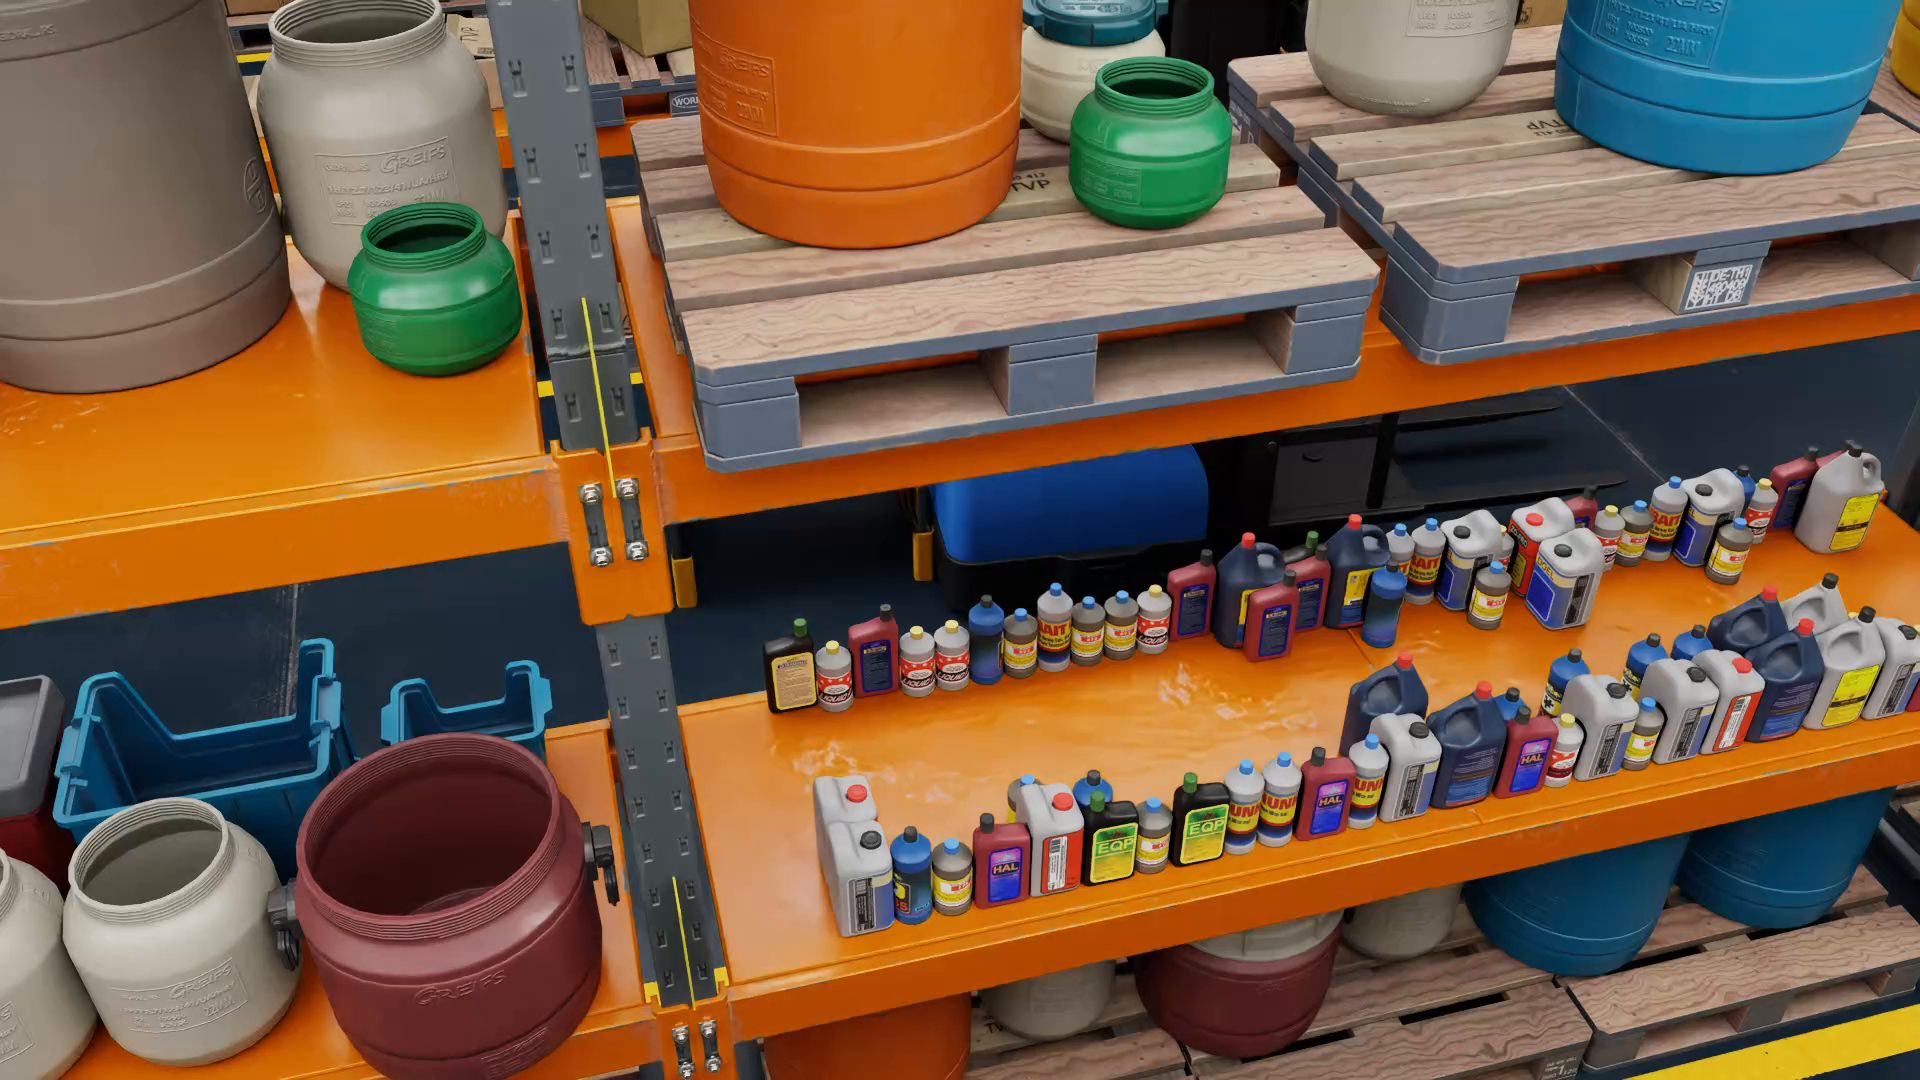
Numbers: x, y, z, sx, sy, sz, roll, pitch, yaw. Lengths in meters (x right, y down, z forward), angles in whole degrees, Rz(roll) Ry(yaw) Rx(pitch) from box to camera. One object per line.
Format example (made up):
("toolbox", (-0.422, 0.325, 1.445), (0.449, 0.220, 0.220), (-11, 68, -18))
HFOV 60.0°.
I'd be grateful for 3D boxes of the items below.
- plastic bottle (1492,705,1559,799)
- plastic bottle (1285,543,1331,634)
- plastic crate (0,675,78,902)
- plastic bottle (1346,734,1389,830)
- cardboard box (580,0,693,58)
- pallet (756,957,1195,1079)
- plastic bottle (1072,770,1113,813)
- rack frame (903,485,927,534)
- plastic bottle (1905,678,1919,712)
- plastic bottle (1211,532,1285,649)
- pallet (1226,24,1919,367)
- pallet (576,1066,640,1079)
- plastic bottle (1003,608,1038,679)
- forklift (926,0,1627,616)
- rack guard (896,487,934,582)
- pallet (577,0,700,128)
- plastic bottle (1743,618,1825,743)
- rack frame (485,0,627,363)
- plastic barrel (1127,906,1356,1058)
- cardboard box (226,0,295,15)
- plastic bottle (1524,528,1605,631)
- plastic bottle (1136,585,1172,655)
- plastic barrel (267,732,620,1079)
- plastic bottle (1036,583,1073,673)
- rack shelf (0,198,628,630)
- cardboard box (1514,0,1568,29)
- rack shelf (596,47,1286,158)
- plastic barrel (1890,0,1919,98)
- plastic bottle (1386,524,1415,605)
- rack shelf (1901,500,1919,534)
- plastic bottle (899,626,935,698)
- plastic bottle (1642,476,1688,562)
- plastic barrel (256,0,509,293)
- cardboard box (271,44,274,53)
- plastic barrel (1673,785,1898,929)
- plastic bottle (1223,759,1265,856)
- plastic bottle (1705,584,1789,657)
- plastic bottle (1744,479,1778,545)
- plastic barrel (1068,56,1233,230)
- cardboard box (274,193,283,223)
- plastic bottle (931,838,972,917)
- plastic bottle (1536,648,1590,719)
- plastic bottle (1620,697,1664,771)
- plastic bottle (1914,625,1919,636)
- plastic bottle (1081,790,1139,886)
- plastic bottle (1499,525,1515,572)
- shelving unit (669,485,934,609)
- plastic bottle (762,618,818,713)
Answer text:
("plastic bottle", (1.426, 0.526, 4.190), (0.133, 0.283, 0.061), (-9, 38, -12))
("plastic bottle", (0.971, 0.138, 4.697), (0.133, 0.283, 0.061), (-9, 38, -12))
("plastic crate", (-2.374, 0.653, 3.875), (0.583, 0.464, 0.402), (-9, 38, -12))
("plastic bottle", (1.002, 0.588, 4.118), (0.097, 0.271, 0.097), (0, 37, 0))
("cardboard box", (-1.444, -2.677, 7.853), (0.500, 0.500, 0.700), (-23, 43, -27))
("pallet", (0.016, 1.560, 5.037), (1.213, 0.211, 1.003), (-9, 38, -12))
("plastic bottle", (0.317, 0.662, 4.021), (0.097, 0.271, 0.097), (0, 37, 0))
("rack frame", (-0.196, -0.597, 6.796), (0.032, 1.500, 0.500), (-6, 38, -8))
("plastic bottle", (2.620, 0.330, 4.446), (0.133, 0.283, 0.061), (-9, 38, -12))
("plastic bottle", (0.813, 0.125, 4.658), (0.185, 0.351, 0.144), (-9, 38, -12))
("pallet", (1.302, -0.786, 3.495), (1.213, 0.211, 1.003), (-9, 38, -12))
("pallet", (-1.492, 1.809, 4.711), (1.213, 0.211, 1.003), (-9, 38, -12))
("plastic bottle", (0.166, 0.276, 4.584), (0.097, 0.201, 0.097), (0, 37, 0))
("forklift", (1.352, -1.282, 6.514), (3.031, 2.935, 1.130), (-6, 38, -8))
("rack guard", (-0.198, -0.100, 7.175), (0.087, 0.250, 0.587), (-6, 38, -8))
("pallet", (-1.386, -2.377, 8.046), (1.003, 0.211, 1.213), (-9, 38, -12))
("plastic bottle", (2.147, 0.354, 4.359), (0.185, 0.351, 0.144), (-9, 38, -12))
("rack frame", (-0.734, -1.781, 2.172), (0.127, 3.000, 1.000), (-9, 38, -12))
("plastic barrel", (0.824, 1.126, 4.948), (0.708, 0.588, 0.600), (-9, 38, -12))
("cardboard box", (-4.999, -4.138, 11.886), (0.500, 0.500, 0.700), (-10, 38, -12))
("plastic bottle", (1.727, 0.103, 4.749), (0.135, 0.276, 0.152), (-9, 38, -12))
("plastic bottle", (0.542, 0.214, 4.665), (0.097, 0.201, 0.097), (0, 37, 0))
("plastic barrel", (-1.103, 0.799, 3.625), (0.708, 0.536, 0.600), (-9, 38, -12))
("plastic bottle", (0.260, 0.233, 4.583), (0.097, 0.271, 0.097), (0, 37, 0))
("rack shelf", (-2.665, 0.013, 2.888), (4.000, 0.370, 1.077), (-9, 38, -12))
("cardboard box", (2.896, -2.982, 8.597), (0.500, 0.500, 0.500), (-9, 38, -11))
("rack shelf", (-0.091, -2.336, 8.426), (4.000, 0.370, 1.077), (-9, 38, -12))
("plastic barrel", (2.299, -1.201, 3.382), (0.600, 0.588, 0.600), (0, 37, 0))
("plastic bottle", (1.250, 0.070, 4.796), (0.097, 0.271, 0.097), (0, 37, 0))
("rack shelf", (5.058, -0.063, 5.456), (4.000, 0.370, 1.077), (-9, 38, -12))
("plastic bottle", (-0.116, 0.322, 4.524), (0.097, 0.201, 0.097), (0, 37, 0))
("plastic bottle", (2.109, -0.071, 4.980), (0.097, 0.271, 0.097), (0, 37, 0))
("plastic barrel", (-1.114, -0.765, 3.220), (0.421, 0.512, 0.421), (0, 37, 0))
("cardboard box", (-2.936, -2.241, 7.784), (0.500, 0.311, 0.500), (-10, 38, -12))
("plastic barrel", (2.598, 0.711, 5.233), (0.708, 0.901, 0.600), (-9, 38, -12))
("plastic bottle", (0.685, 0.640, 4.050), (0.097, 0.271, 0.097), (0, 37, 0))
("plastic bottle", (2.109, 0.270, 4.469), (0.185, 0.351, 0.144), (-9, 38, -12))
("plastic bottle", (2.427, -0.095, 5.069), (0.097, 0.201, 0.097), (0, 37, 0))
("plastic barrel", (0.348, -0.728, 3.046), (0.294, 0.245, 0.294), (0, 37, 0))
("cardboard box", (-3.602, -1.524, 8.229), (0.500, 0.311, 0.500), (-10, 39, -13))
("plastic bottle", (-0.019, 0.784, 3.920), (0.097, 0.201, 0.097), (0, 37, 0))
("plastic bottle", (1.587, 0.397, 4.369), (0.097, 0.271, 0.097), (0, 37, 0))
("plastic bottle", (1.757, 0.492, 4.301), (0.097, 0.201, 0.097), (0, 37, 0))
("plastic bottle", (2.582, 0.319, 4.528), (0.097, 0.201, 0.097), (0, 37, 0))
("plastic bottle", (0.356, 0.701, 3.961), (0.133, 0.283, 0.061), (-9, 38, -12))
("plastic bottle", (1.568, 0.046, 4.885), (0.097, 0.201, 0.097), (0, 37, 0))
("shelving unit", (-0.688, -0.543, 6.726), (1.083, 1.500, 0.587), (-6, 38, -8))
("plastic bottle", (-0.455, 0.334, 4.441), (0.133, 0.283, 0.061), (-9, 38, -12))
